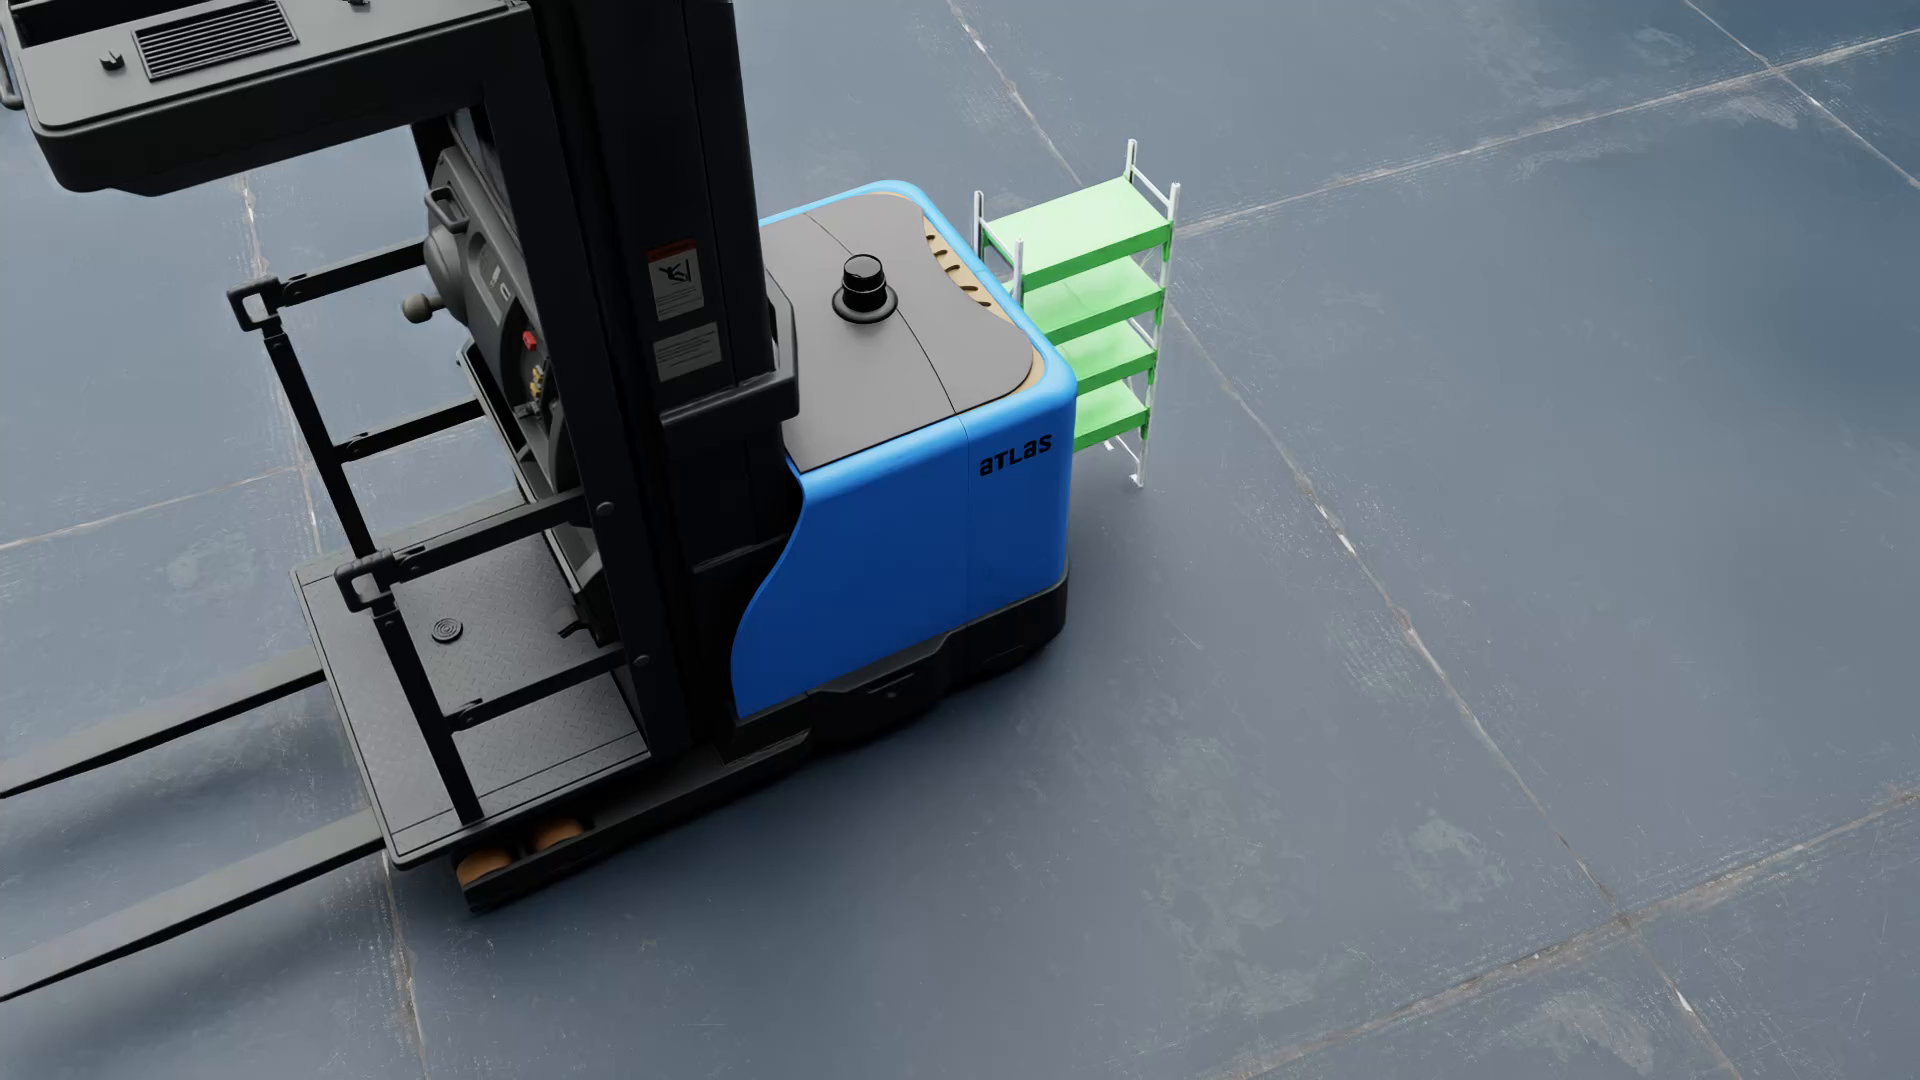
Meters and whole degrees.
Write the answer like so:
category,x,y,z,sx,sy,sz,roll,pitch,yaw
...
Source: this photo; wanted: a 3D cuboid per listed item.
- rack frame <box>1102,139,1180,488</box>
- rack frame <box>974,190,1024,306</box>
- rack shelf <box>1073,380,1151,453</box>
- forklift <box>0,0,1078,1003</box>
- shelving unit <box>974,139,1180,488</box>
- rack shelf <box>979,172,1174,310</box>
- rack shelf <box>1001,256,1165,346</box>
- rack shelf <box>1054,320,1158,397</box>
category,x,y,z,sx,sy,sz,roll,pitch,yaw
rack frame,0.532,-0.644,5.012,0.015,1.200,0.240,-22,53,-18
rack frame,0.103,-0.468,4.861,0.015,1.200,0.240,-22,53,-18
rack shelf,0.317,-0.358,5.167,0.480,0.148,0.258,-22,53,-18
forklift,-1.229,-0.451,3.706,3.031,2.935,1.130,-22,53,-18
shelving unit,0.317,-0.556,4.937,0.503,1.200,0.258,-22,53,-18
rack shelf,0.317,-0.827,4.621,0.480,0.148,0.258,-22,53,-18
rack shelf,0.317,-0.671,4.803,0.480,0.148,0.258,-22,53,-18
rack shelf,0.317,-0.514,4.985,0.480,0.148,0.258,-22,53,-18
